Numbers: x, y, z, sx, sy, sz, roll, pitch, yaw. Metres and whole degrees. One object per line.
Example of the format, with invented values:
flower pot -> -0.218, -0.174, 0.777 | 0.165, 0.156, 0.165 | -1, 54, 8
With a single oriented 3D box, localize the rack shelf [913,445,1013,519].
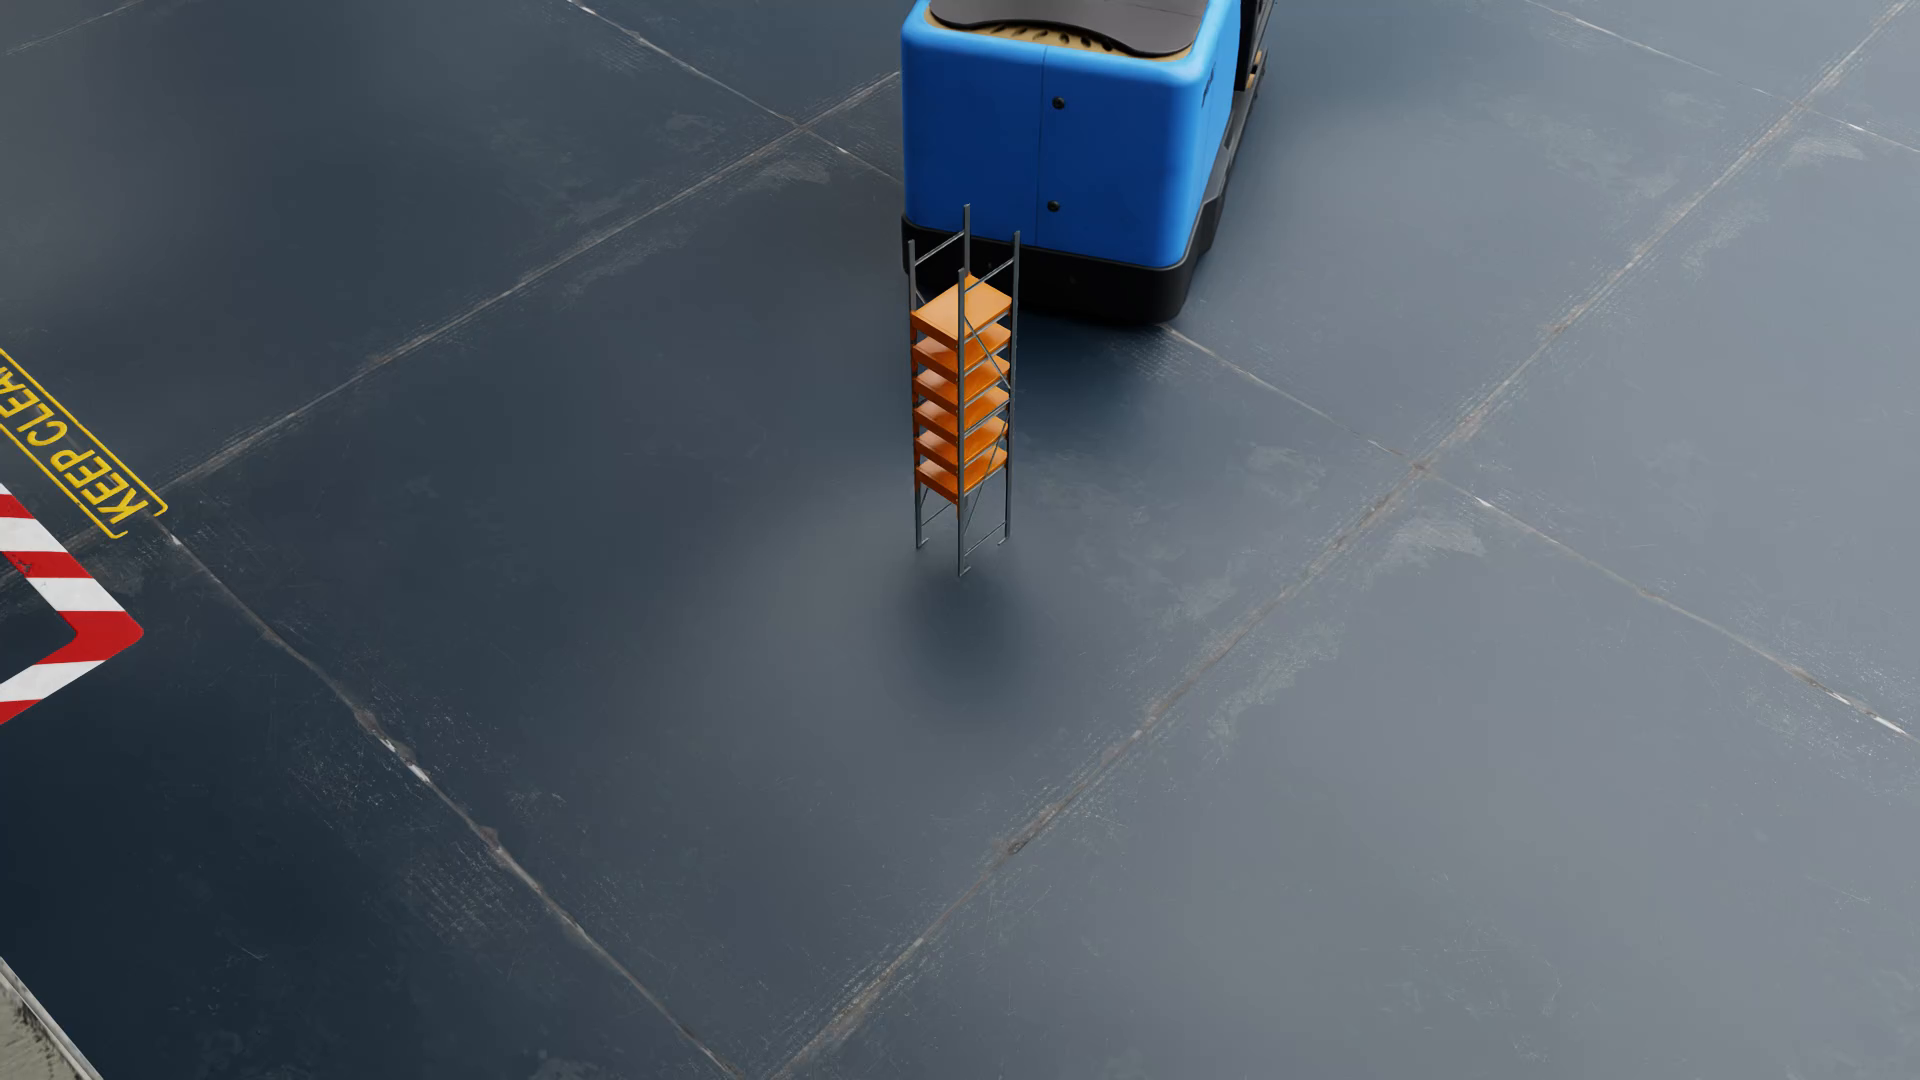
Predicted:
rack shelf -> 0.011, -0.209, 5.107 | 0.180, 0.103, 0.258 | 34, 55, 28

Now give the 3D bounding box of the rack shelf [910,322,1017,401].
rack shelf -> 0.011, -0.537, 4.757 | 0.180, 0.103, 0.258 | 34, 55, 28

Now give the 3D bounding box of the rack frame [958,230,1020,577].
rack frame -> 0.078, -0.358, 4.857 | 0.006, 1.200, 0.240 | 34, 55, 28

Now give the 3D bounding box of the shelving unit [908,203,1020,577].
shelving unit -> 0.011, -0.404, 4.899 | 0.189, 1.200, 0.258 | 34, 55, 28

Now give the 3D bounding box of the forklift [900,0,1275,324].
forklift -> 0.690, -2.879, 6.036 | 1.130, 2.935, 3.031 | 12, 48, 11

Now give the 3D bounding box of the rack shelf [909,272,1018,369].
rack shelf -> 0.011, -0.620, 4.669 | 0.180, 0.103, 0.258 | 34, 55, 28

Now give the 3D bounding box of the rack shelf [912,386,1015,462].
rack shelf -> 0.011, -0.373, 4.932 | 0.180, 0.103, 0.258 | 34, 55, 28

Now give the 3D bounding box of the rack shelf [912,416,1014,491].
rack shelf -> 0.011, -0.291, 5.019 | 0.180, 0.103, 0.258 | 34, 55, 28

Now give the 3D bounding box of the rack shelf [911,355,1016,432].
rack shelf -> 0.011, -0.455, 4.844 | 0.180, 0.103, 0.258 | 34, 55, 28

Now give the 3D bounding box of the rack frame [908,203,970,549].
rack frame -> -0.057, -0.449, 4.942 | 0.006, 1.200, 0.240 | 34, 55, 28
